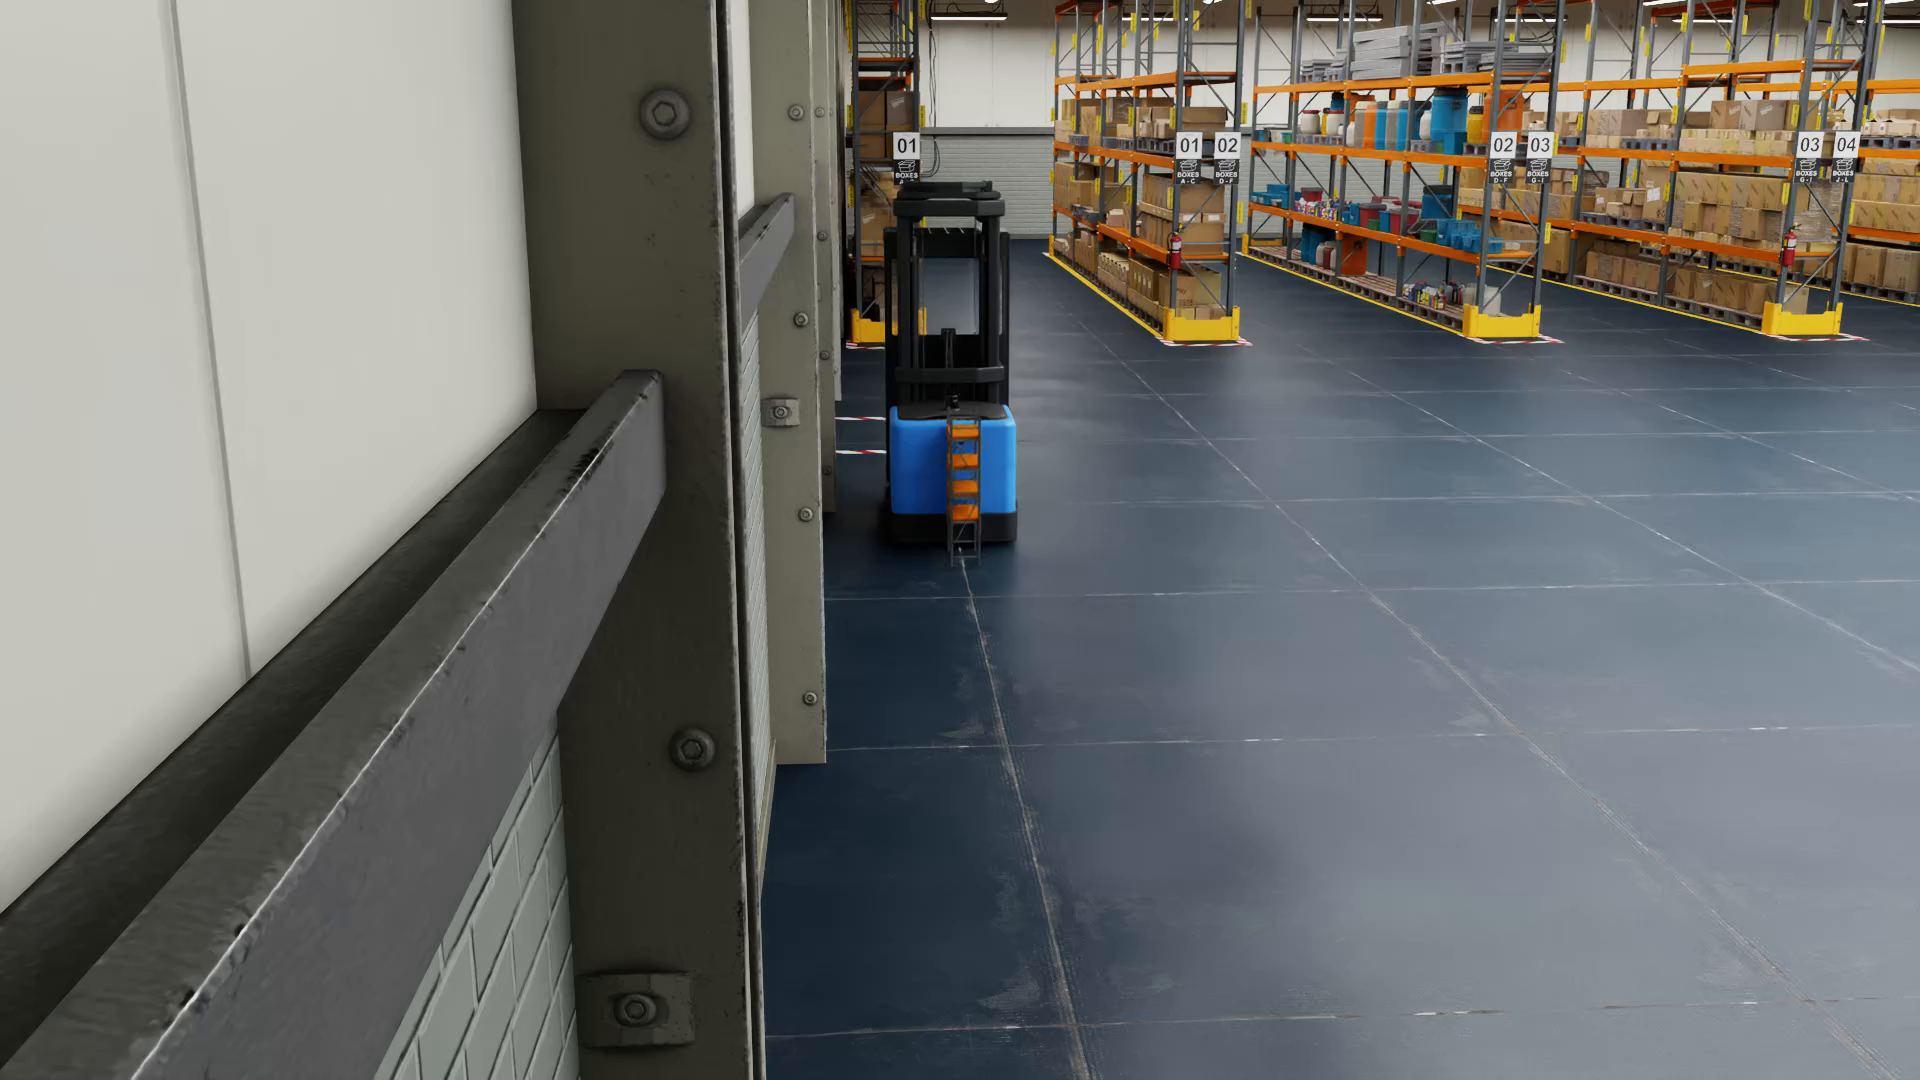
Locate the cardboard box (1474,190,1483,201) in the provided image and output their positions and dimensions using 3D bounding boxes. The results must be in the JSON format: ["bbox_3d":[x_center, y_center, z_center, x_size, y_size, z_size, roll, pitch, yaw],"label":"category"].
[{"bbox_3d":[12.613,-8.225,39.679,0.500,0.250,0.500,-1,14,-2],"label":"cardboard box"}]

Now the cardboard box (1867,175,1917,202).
[{"bbox_3d":[18.289,-6.889,32.576,0.700,0.500,0.500,-1,14,-4],"label":"cardboard box"}]

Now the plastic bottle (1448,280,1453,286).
[{"bbox_3d":[8.848,-4.501,29.933,0.144,0.351,0.185,-1,14,-5],"label":"plastic bottle"}]

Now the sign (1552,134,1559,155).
[{"bbox_3d":[9.318,-6.196,26.050,0.100,0.325,0.005,-1,14,-3],"label":"sign"}]

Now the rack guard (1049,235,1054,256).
[{"bbox_3d":[2.838,-7.406,41.806,1.175,0.500,0.348,-1,14,-3],"label":"rack guard"}]

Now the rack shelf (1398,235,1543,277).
[{"bbox_3d":[8.644,-4.881,28.419,1.077,0.370,4.000,-1,14,-3],"label":"rack shelf"}]

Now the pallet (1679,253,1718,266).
[{"bbox_3d":[17.848,-6.660,39.487,1.003,0.211,1.213,-1,14,-3],"label":"pallet"}]

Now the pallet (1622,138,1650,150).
[{"bbox_3d":[13.465,-7.578,31.815,1.213,0.211,1.003,-1,14,-3],"label":"pallet"}]

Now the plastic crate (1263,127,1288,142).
[{"bbox_3d":[7.597,-9.749,40.002,0.504,0.338,0.767,-1,14,-3],"label":"plastic crate"}]

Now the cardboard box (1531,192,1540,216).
[{"bbox_3d":[12.847,-7.345,36.352,0.500,0.500,0.500,-1,14,-2],"label":"cardboard box"}]

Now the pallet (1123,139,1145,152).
[{"bbox_3d":[3.509,-7.230,30.471,0.805,0.209,1.217,-1,15,-6],"label":"pallet"}]

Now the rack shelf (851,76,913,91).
[{"bbox_3d":[-1.492,-8.434,30.993,1.077,0.370,4.000,-1,14,-3],"label":"rack shelf"}]

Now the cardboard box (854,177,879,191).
[{"bbox_3d":[-1.902,-7.242,33.812,0.500,0.250,0.500,0,14,-2],"label":"cardboard box"}]

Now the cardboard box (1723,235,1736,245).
[{"bbox_3d":[13.290,-5.125,28.431,0.380,0.149,0.250,-1,14,-3],"label":"cardboard box"}]

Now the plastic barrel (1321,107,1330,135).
[{"bbox_3d":[8.284,-9.239,36.676,0.600,0.588,0.600,0,14,0],"label":"plastic barrel"}]

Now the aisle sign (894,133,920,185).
[{"bbox_3d":[-0.816,-5.824,25.426,0.394,0.787,0.004,-1,14,-3],"label":"aisle sign"}]

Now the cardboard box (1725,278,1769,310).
[{"bbox_3d":[13.599,-4.260,28.739,0.500,0.500,0.500,0,14,2],"label":"cardboard box"}]

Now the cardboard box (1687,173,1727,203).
[{"bbox_3d":[13.271,-6.239,29.452,0.500,0.500,0.500,-1,14,-3],"label":"cardboard box"}]

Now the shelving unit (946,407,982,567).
[{"bbox_3d":[0.030,-0.428,13.280,0.258,1.200,0.503,-1,14,-3],"label":"shelving unit"}]

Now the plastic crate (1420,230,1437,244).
[{"bbox_3d":[8.323,-5.282,28.960,0.450,0.188,0.662,-1,14,-3],"label":"plastic crate"}]

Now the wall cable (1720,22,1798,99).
[{"bbox_3d":[22.729,-13.267,47.530,2.355,3.000,0.029,-1,14,-3],"label":"wall cable"}]

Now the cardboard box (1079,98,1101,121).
[{"bbox_3d":[3.012,-9.746,37.659,0.700,0.500,0.500,-1,14,-3],"label":"cardboard box"}]

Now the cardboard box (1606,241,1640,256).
[{"bbox_3d":[13.330,-5.865,33.431,0.500,0.250,0.500,1,14,3],"label":"cardboard box"}]

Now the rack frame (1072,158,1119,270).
[{"bbox_3d":[3.081,-7.640,37.702,1.000,3.000,0.127,-1,14,-3],"label":"rack frame"}]

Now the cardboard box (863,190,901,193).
[{"bbox_3d":[-1.515,-6.574,32.475,0.700,0.500,0.500,-2,15,-9],"label":"cardboard box"}]

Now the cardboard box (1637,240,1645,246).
[{"bbox_3d":[17.390,-7.526,42.136,0.380,0.149,0.250,-1,14,-2],"label":"cardboard box"}]

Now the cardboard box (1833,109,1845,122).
[{"bbox_3d":[18.391,-8.954,35.050,0.396,0.266,0.258,-1,14,-3],"label":"cardboard box"}]

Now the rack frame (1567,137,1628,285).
[{"bbox_3d":[13.216,-6.798,34.426,1.000,3.000,0.127,-1,14,-3],"label":"rack frame"}]

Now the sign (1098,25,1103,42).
[{"bbox_3d":[2.788,-10.031,32.920,0.100,0.325,0.005,-1,14,-3],"label":"sign"}]

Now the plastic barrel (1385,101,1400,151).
[{"bbox_3d":[8.232,-7.708,30.937,0.600,0.901,0.600,0,14,0],"label":"plastic barrel"}]

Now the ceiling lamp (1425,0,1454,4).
[{"bbox_3d":[10.870,-13.284,35.882,0.800,3.185,2.000,-1,14,-3],"label":"ceiling lamp"}]

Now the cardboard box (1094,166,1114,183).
[{"bbox_3d":[3.332,-8.295,38.037,0.500,0.500,0.500,-1,14,-2],"label":"cardboard box"}]

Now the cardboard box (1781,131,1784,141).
[{"bbox_3d":[13.484,-6.512,26.797,0.380,0.149,0.250,-1,14,-5],"label":"cardboard box"}]

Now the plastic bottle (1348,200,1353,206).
[{"bbox_3d":[8.477,-7.195,36.068,0.144,0.351,0.185,-1,14,-3],"label":"plastic bottle"}]

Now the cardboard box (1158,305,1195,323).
[{"bbox_3d":[3.496,-3.657,26.893,0.500,0.250,0.500,-1,14,-3],"label":"cardboard box"}]

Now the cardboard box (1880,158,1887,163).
[{"bbox_3d":[22.506,-9.183,40.187,0.380,0.149,0.250,-1,14,-5],"label":"cardboard box"}]

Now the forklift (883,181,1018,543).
[{"bbox_3d":[-0.127,-1.708,14.783,1.130,2.935,3.031,-1,14,-3],"label":"forklift"}]

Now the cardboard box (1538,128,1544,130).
[{"bbox_3d":[12.911,-8.954,36.449,0.380,0.149,0.250,-1,15,-6],"label":"cardboard box"}]

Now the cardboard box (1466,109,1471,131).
[{"bbox_3d":[12.721,-10.270,40.657,0.700,0.500,0.500,-1,14,-5],"label":"cardboard box"}]

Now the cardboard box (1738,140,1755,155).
[{"bbox_3d":[13.371,-6.556,27.767,0.500,0.250,0.500,-1,14,-2],"label":"cardboard box"}]

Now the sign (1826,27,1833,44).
[{"bbox_3d":[17.632,-10.234,33.710,0.100,0.325,0.005,-1,14,-3],"label":"sign"}]

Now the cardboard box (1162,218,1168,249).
[{"bbox_3d":[3.746,-5.075,27.530,0.700,0.500,0.500,-1,14,-3],"label":"cardboard box"}]

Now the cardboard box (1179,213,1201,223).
[{"bbox_3d":[3.610,-5.111,26.367,0.380,0.149,0.250,-1,14,-4],"label":"cardboard box"}]

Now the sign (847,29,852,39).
[{"bbox_3d":[-2.169,-9.993,32.614,0.100,0.325,0.005,-1,14,-3],"label":"sign"}]

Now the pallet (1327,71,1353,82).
[{"bbox_3d":[8.259,-9.521,34.154,1.213,0.211,1.003,-1,14,-3],"label":"pallet"}]

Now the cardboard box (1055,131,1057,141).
[{"bbox_3d":[2.611,-9.884,40.701,0.500,0.250,0.500,-1,14,-3],"label":"cardboard box"}]

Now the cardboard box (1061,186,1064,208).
[{"bbox_3d":[2.692,-8.192,39.644,0.500,0.500,0.500,-1,14,-3],"label":"cardboard box"}]

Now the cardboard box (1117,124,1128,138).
[{"bbox_3d":[3.413,-8.117,32.993,0.500,0.250,0.500,-2,15,-8],"label":"cardboard box"}]

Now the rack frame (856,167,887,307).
[{"bbox_3d":[-1.368,-5.573,29.668,1.000,3.000,0.127,-1,14,-3],"label":"rack frame"}]

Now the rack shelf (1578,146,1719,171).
[{"bbox_3d":[13.340,-7.404,32.209,1.077,0.370,4.000,-1,14,-3],"label":"rack shelf"}]

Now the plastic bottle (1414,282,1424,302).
[{"bbox_3d":[8.168,-4.402,29.550,0.144,0.351,0.185,-1,15,-6],"label":"plastic bottle"}]

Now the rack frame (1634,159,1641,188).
[{"bbox_3d":[17.677,-8.839,42.359,1.000,3.000,0.127,-1,14,-3],"label":"rack frame"}]

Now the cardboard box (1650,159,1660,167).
[{"bbox_3d":[17.478,-9.274,41.247,0.500,0.500,0.500,0,14,-2],"label":"cardboard box"}]

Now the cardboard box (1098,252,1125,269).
[{"bbox_3d":[3.068,-5.654,33.532,0.500,0.311,0.500,0,14,-2],"label":"cardboard box"}]

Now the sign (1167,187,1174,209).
[{"bbox_3d":[3.282,-5.327,25.910,0.100,0.325,0.005,-1,14,-3],"label":"sign"}]

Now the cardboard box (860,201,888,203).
[{"bbox_3d":[-1.450,-5.372,27.641,0.500,0.500,0.500,-1,14,-3],"label":"cardboard box"}]

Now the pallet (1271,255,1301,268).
[{"bbox_3d":[7.940,-6.548,39.051,1.003,0.211,1.213,-1,14,-3],"label":"pallet"}]
